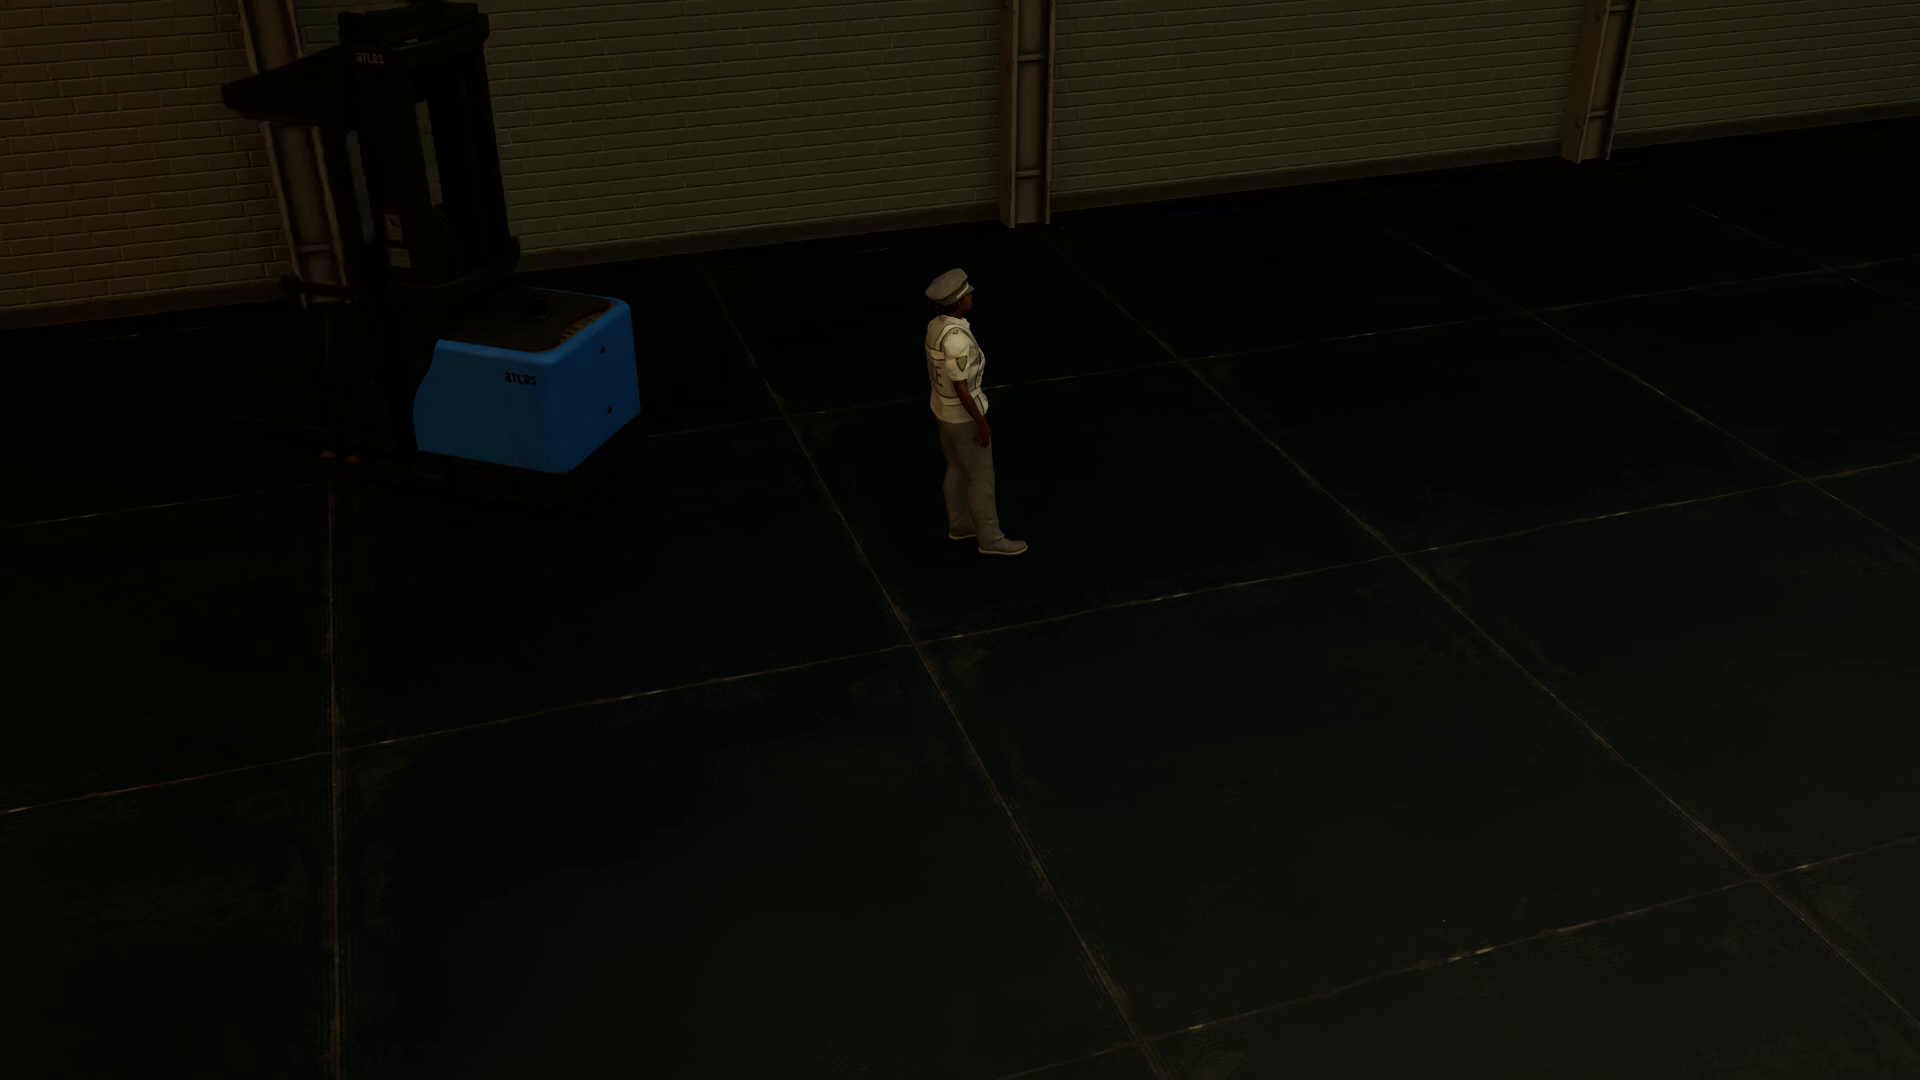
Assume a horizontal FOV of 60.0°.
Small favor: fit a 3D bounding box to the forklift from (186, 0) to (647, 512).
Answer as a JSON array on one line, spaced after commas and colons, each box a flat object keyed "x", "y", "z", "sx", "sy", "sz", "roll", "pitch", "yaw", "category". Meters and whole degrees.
[{"x": -3.644, "y": -1.878, "z": 10.351, "sx": 3.031, "sy": 2.935, "sz": 1.130, "roll": 10, "pitch": 31, "yaw": 17, "category": "forklift"}]

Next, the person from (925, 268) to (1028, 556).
[{"x": 0.077, "y": -0.743, "z": 9.604, "sx": 0.530, "sy": 1.695, "sz": 0.569, "roll": -10, "pitch": 31, "yaw": -16, "category": "person"}]
